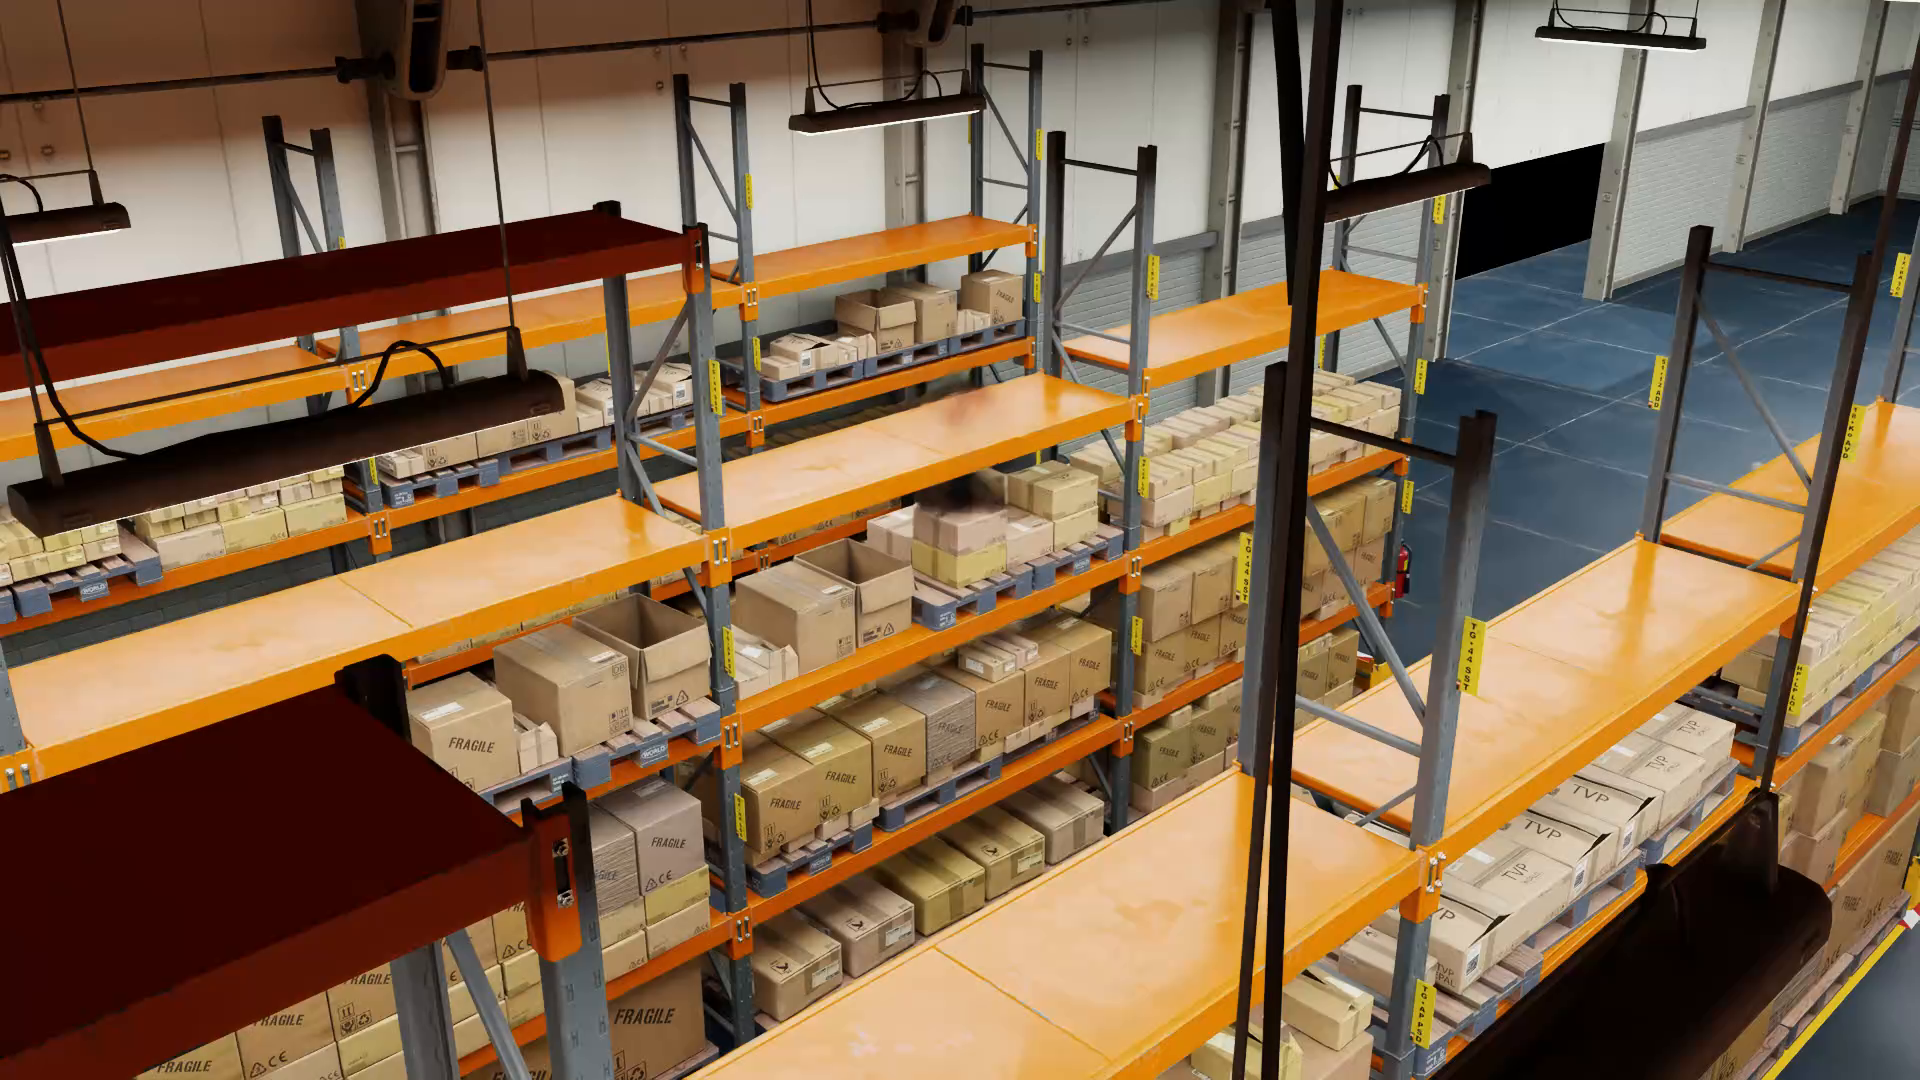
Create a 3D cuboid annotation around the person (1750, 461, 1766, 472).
[{"bbox_3d":[8.971,-0.110,18.944,0.623,1.655,0.567,0,22,1],"label":"person"}]
